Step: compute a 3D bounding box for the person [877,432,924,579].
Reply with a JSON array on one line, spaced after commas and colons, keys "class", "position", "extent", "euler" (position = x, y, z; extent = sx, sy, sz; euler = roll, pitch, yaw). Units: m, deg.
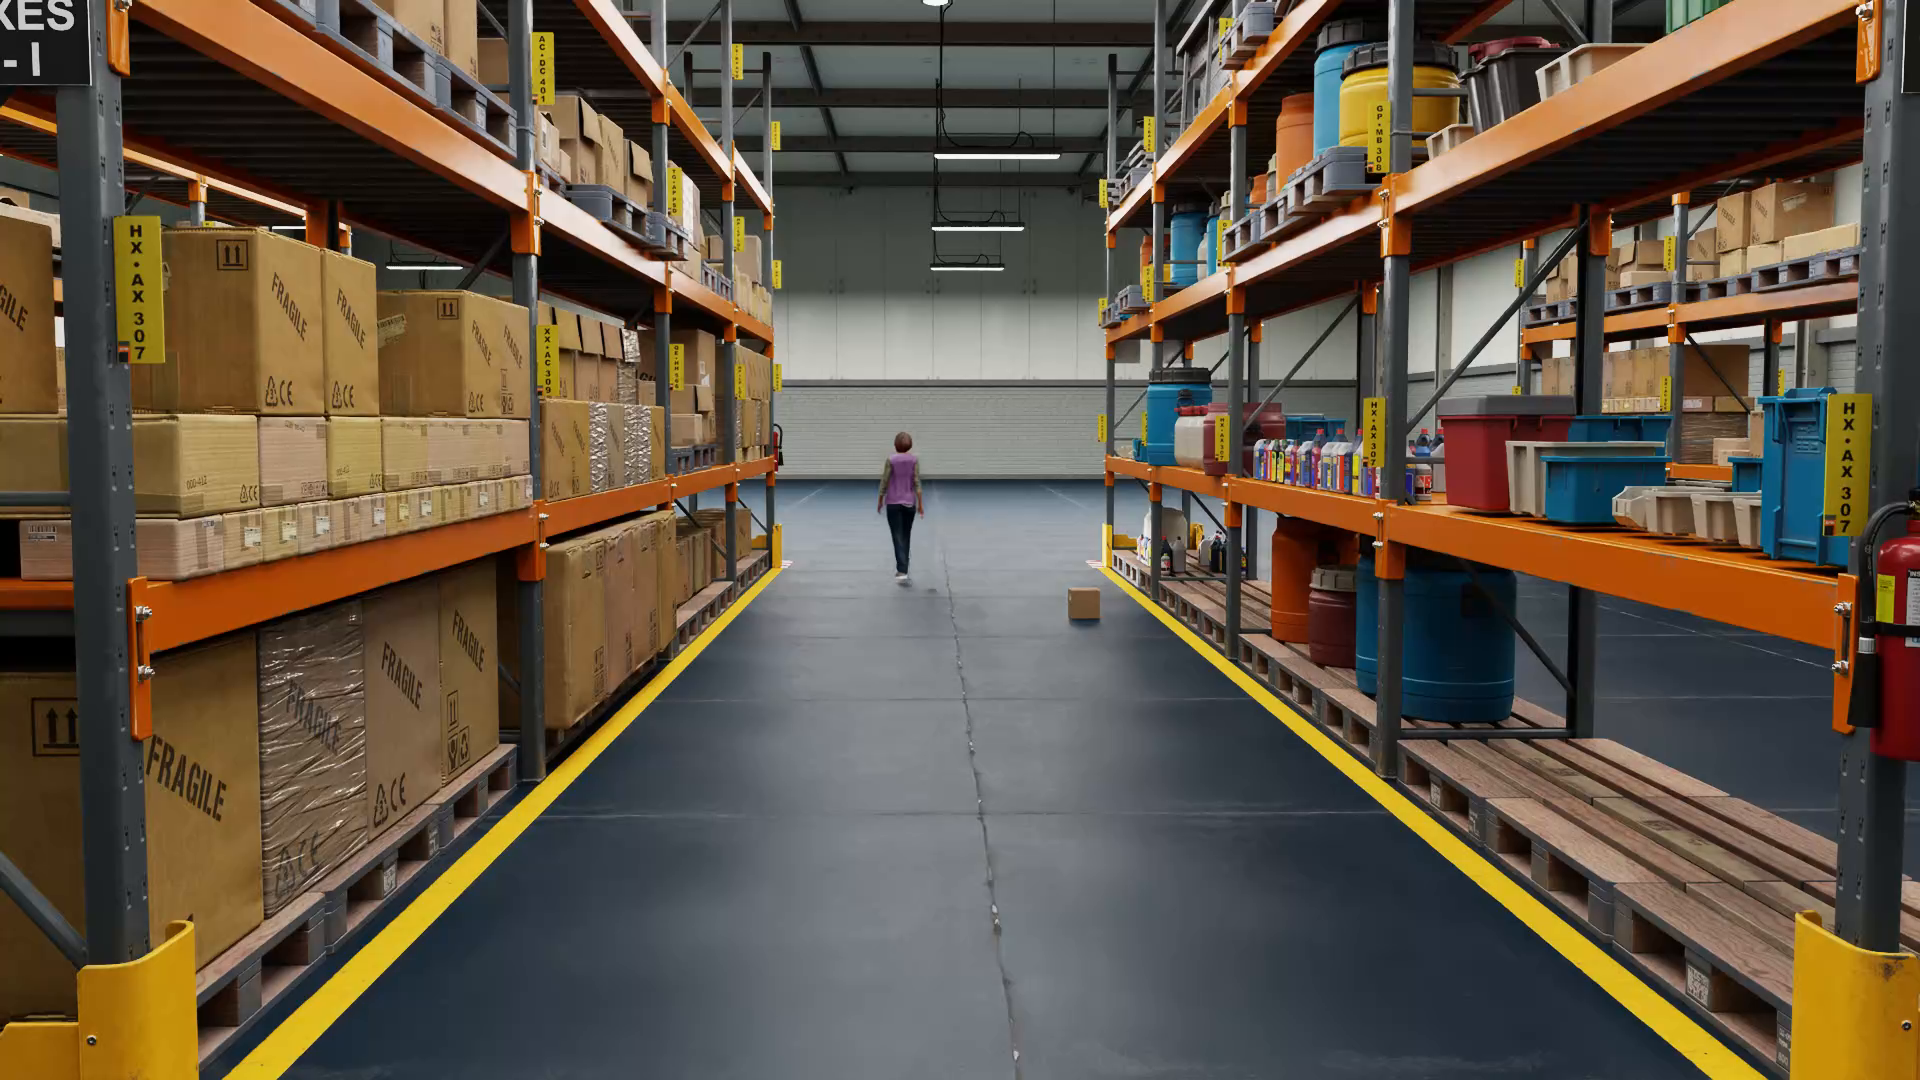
[{"class": "person", "position": [-0.654, -0.348, 17.863], "extent": [0.454, 1.628, 0.667], "euler": [-1, 4, -20]}]
